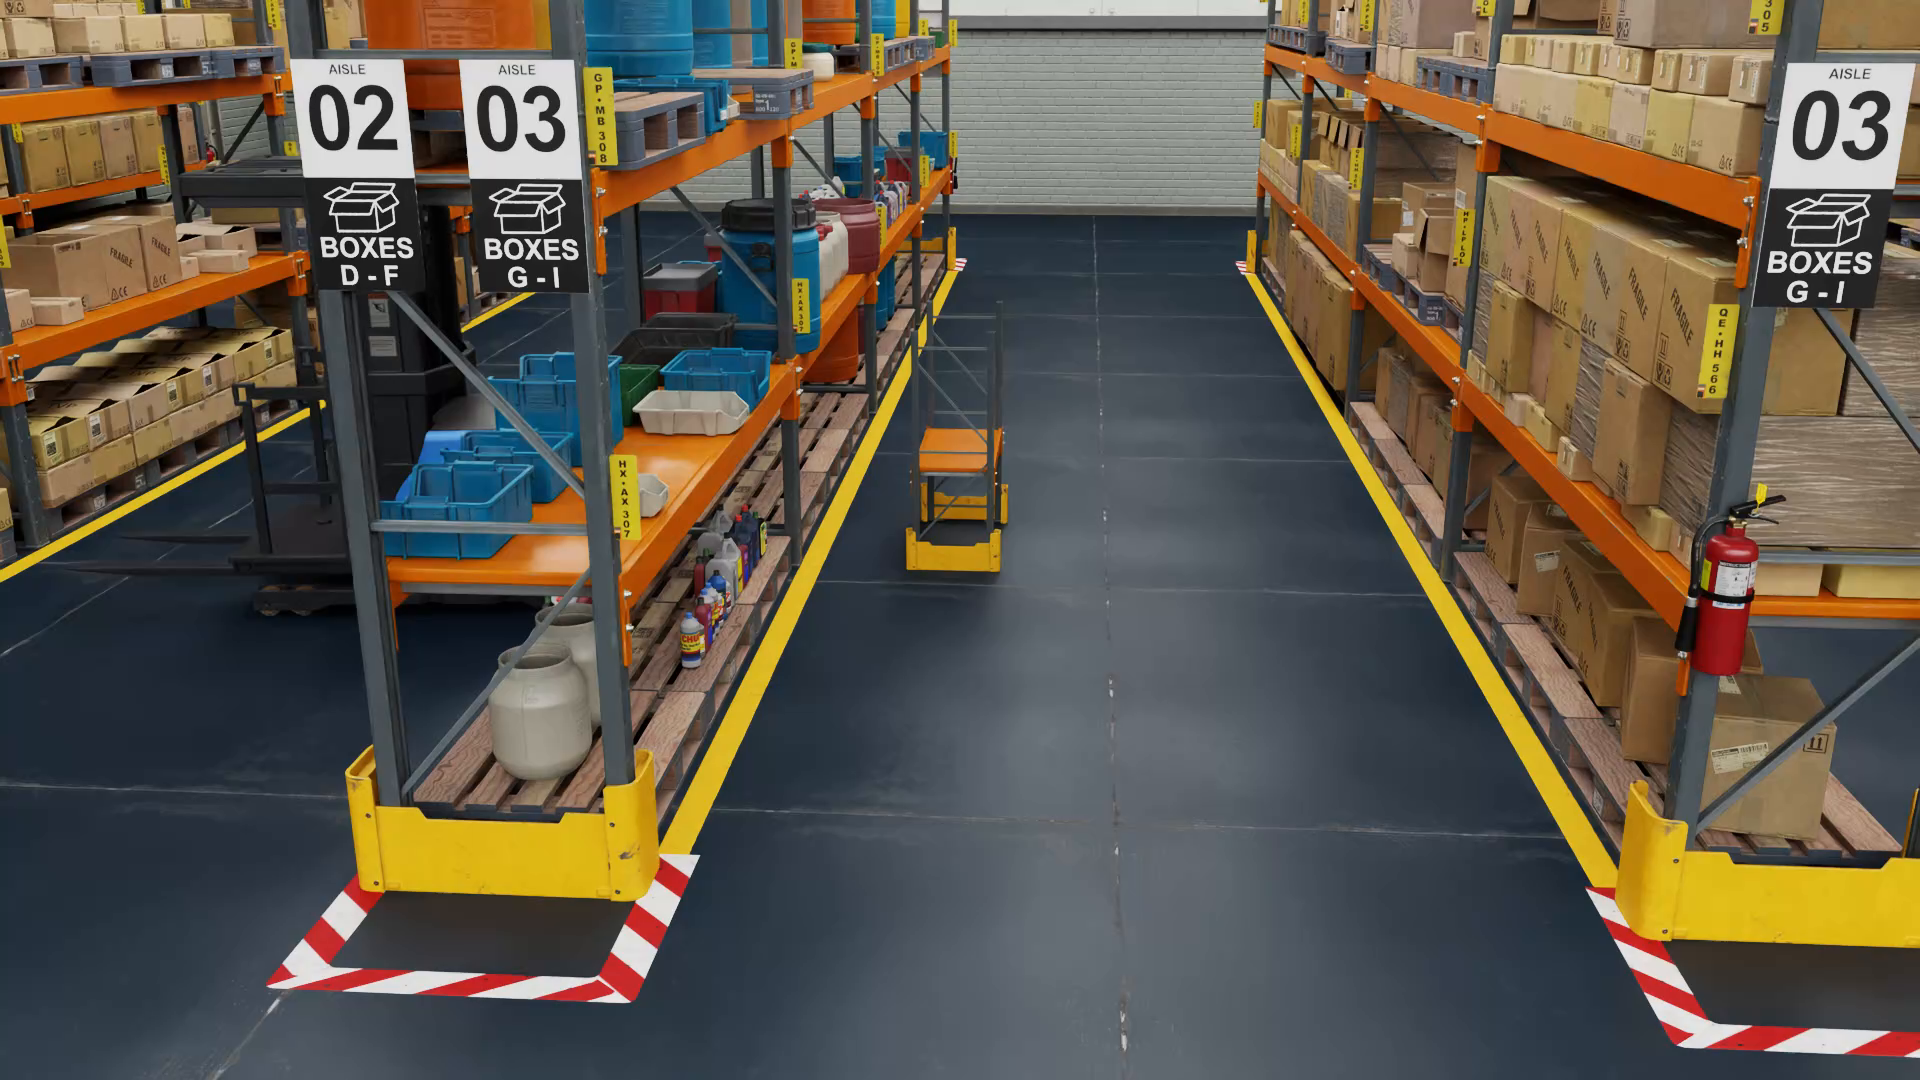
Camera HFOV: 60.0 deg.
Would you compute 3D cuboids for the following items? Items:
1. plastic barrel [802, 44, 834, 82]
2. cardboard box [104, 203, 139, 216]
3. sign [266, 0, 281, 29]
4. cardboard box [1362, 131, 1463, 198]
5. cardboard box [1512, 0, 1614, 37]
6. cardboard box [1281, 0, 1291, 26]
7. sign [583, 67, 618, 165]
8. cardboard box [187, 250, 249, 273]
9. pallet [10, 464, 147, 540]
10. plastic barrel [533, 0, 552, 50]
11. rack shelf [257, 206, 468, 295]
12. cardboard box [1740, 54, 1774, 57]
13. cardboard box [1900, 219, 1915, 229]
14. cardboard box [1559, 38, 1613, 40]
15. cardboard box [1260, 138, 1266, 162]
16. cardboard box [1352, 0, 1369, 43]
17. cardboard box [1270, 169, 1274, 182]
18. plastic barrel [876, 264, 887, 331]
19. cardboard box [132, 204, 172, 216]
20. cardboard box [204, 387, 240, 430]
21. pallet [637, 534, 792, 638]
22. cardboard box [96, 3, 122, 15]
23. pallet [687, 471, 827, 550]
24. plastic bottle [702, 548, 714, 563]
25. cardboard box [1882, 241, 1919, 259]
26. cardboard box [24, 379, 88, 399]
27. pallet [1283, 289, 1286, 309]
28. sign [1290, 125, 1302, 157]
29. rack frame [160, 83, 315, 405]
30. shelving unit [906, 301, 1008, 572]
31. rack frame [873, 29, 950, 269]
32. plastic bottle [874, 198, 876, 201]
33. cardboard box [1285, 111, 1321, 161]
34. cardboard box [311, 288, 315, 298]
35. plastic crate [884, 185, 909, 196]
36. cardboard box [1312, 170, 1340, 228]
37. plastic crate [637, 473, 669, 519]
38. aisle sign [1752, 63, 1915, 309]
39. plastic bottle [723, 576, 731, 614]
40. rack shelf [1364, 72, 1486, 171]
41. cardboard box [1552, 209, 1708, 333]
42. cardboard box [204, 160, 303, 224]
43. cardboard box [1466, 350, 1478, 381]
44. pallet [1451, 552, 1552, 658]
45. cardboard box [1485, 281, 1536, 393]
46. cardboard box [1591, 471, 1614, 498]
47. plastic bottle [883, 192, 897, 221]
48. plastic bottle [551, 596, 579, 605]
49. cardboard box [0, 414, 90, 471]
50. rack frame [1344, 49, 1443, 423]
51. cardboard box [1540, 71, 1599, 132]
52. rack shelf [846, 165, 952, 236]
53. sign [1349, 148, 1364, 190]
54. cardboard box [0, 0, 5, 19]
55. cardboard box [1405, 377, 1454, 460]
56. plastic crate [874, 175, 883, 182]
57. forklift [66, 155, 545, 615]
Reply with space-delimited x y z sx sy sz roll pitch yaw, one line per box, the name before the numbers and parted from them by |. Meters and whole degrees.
plastic barrel | -1.068 -3.483 12.140 0.301 0.262 0.301 0 18 0
cardboard box | -10.695 -4.215 21.269 0.380 0.149 0.250 1 18 4
sign | -5.597 -4.329 13.542 0.100 0.325 0.005 1 18 4
cardboard box | 3.799 -3.164 13.989 0.797 0.503 0.637 2 18 6
cardboard box | 3.576 -2.988 9.568 0.797 0.503 0.637 0 18 1
cardboard box | 4.159 -6.283 19.467 0.700 0.500 0.500 1 18 2
sign | -1.235 -1.455 5.714 0.100 0.325 0.005 1 18 4
cardboard box | -5.939 -2.230 13.316 0.380 0.149 0.250 1 18 4
pallet | -6.423 -0.297 11.492 1.003 0.211 1.213 1 18 4
plastic barrel | -1.829 -2.110 6.751 0.600 0.588 0.600 0 18 0
rack shelf | -6.007 -2.914 16.155 1.077 0.370 4.000 1 18 4
cardboard box | 3.001 -1.643 5.904 0.380 0.149 0.250 1 18 2
cardboard box | 8.306 -2.749 14.223 0.380 0.149 0.250 1 18 3
cardboard box | 3.146 -2.375 8.136 0.380 0.149 0.250 2 18 6
cardboard box | 4.000 -4.824 20.592 0.500 0.250 0.500 1 18 2
cardboard box | 3.676 -4.546 14.328 0.500 0.500 0.500 2 18 7
cardboard box | 3.859 -4.276 19.558 0.380 0.149 0.250 1 18 3
plastic barrel | -1.030 -2.580 16.674 0.600 0.901 0.708 1 18 4
cardboard box | -10.314 -4.206 21.240 0.380 0.149 0.250 2 18 5
cardboard box | -6.017 -1.043 13.030 0.500 0.250 0.500 2 18 5
pallet | -1.587 0.252 9.816 1.003 0.211 1.213 1 18 4
cardboard box | -10.375 -6.274 19.840 0.500 0.250 0.500 1 18 2
pallet | -1.479 -0.201 11.197 1.003 0.211 1.213 1 18 4
plastic bottle | -1.397 0.173 9.234 0.061 0.283 0.133 1 18 4
cardboard box | 3.511 -0.912 6.645 0.500 0.500 0.500 1 18 4
cardboard box | -6.625 -1.001 12.002 0.500 0.311 0.500 1 18 4
pallet | 4.149 -2.564 18.410 1.003 0.211 1.213 1 18 4
sign | 3.463 -4.116 17.150 0.100 0.325 0.005 1 18 4
rack frame | -6.150 -2.635 14.148 1.000 3.000 0.127 1 18 4
shelving unit | -0.005 -0.689 10.617 0.587 1.500 1.083 1 18 4
rack frame | -0.637 -5.008 21.389 1.000 3.000 0.127 1 18 4
plastic bottle | -0.844 -3.188 16.042 0.097 0.271 0.097 0 18 0
cardboard box | 3.823 -4.386 18.049 0.500 0.500 0.500 1 18 4
cardboard box | -6.280 -2.113 15.861 0.500 0.500 0.500 1 18 2
plastic crate | -0.747 -3.810 18.061 0.396 0.136 0.243 1 18 4
cardboard box | 3.663 -3.254 15.875 0.500 0.500 0.500 1 18 3
plastic crate | -1.399 -0.184 7.091 0.298 0.136 0.250 1 18 4
aisle sign | 2.853 -1.151 5.443 0.394 0.787 0.004 1 18 4
plastic bottle | -1.289 0.294 8.997 0.097 0.201 0.097 0 18 0
rack shelf | 3.587 -2.875 11.219 1.077 0.370 4.000 1 18 4
cardboard box | 3.062 -1.234 7.629 0.500 0.500 0.500 1 18 4
cardboard box | -6.218 -3.080 14.671 0.700 0.500 0.500 -5 19 -15
cardboard box | 3.128 -0.991 9.534 0.380 0.149 0.250 1 18 4
pallet | 3.430 0.364 9.473 1.003 0.211 1.213 1 18 4
cardboard box | 3.278 -1.066 8.722 0.875 0.500 0.500 1 18 4
cardboard box | 3.044 -0.291 7.396 0.380 0.149 0.250 1 18 4
plastic bottle | -0.701 -3.265 16.270 0.152 0.276 0.135 1 18 4
plastic bottle | -2.044 0.389 8.587 0.152 0.276 0.135 1 18 4
cardboard box | -6.159 -0.675 11.007 0.500 0.311 0.500 1 18 4
rack frame | 3.730 -2.413 13.469 1.000 3.000 0.127 1 18 4
cardboard box | 3.077 -2.072 7.853 0.500 0.250 0.500 1 18 2
rack shelf | -0.780 -4.045 19.606 1.077 0.370 4.000 1 18 4
sign | 3.176 -2.974 13.324 0.100 0.325 0.005 1 18 4
cardboard box | -6.354 -3.494 10.312 0.500 0.500 0.500 2 18 5
cardboard box | 3.641 -0.877 12.089 0.700 0.500 0.500 3 18 9
plastic crate | -1.111 -4.017 18.711 0.437 0.125 0.590 1 18 4
forklift | -3.712 -1.125 9.651 3.031 2.935 1.130 0 18 -1
